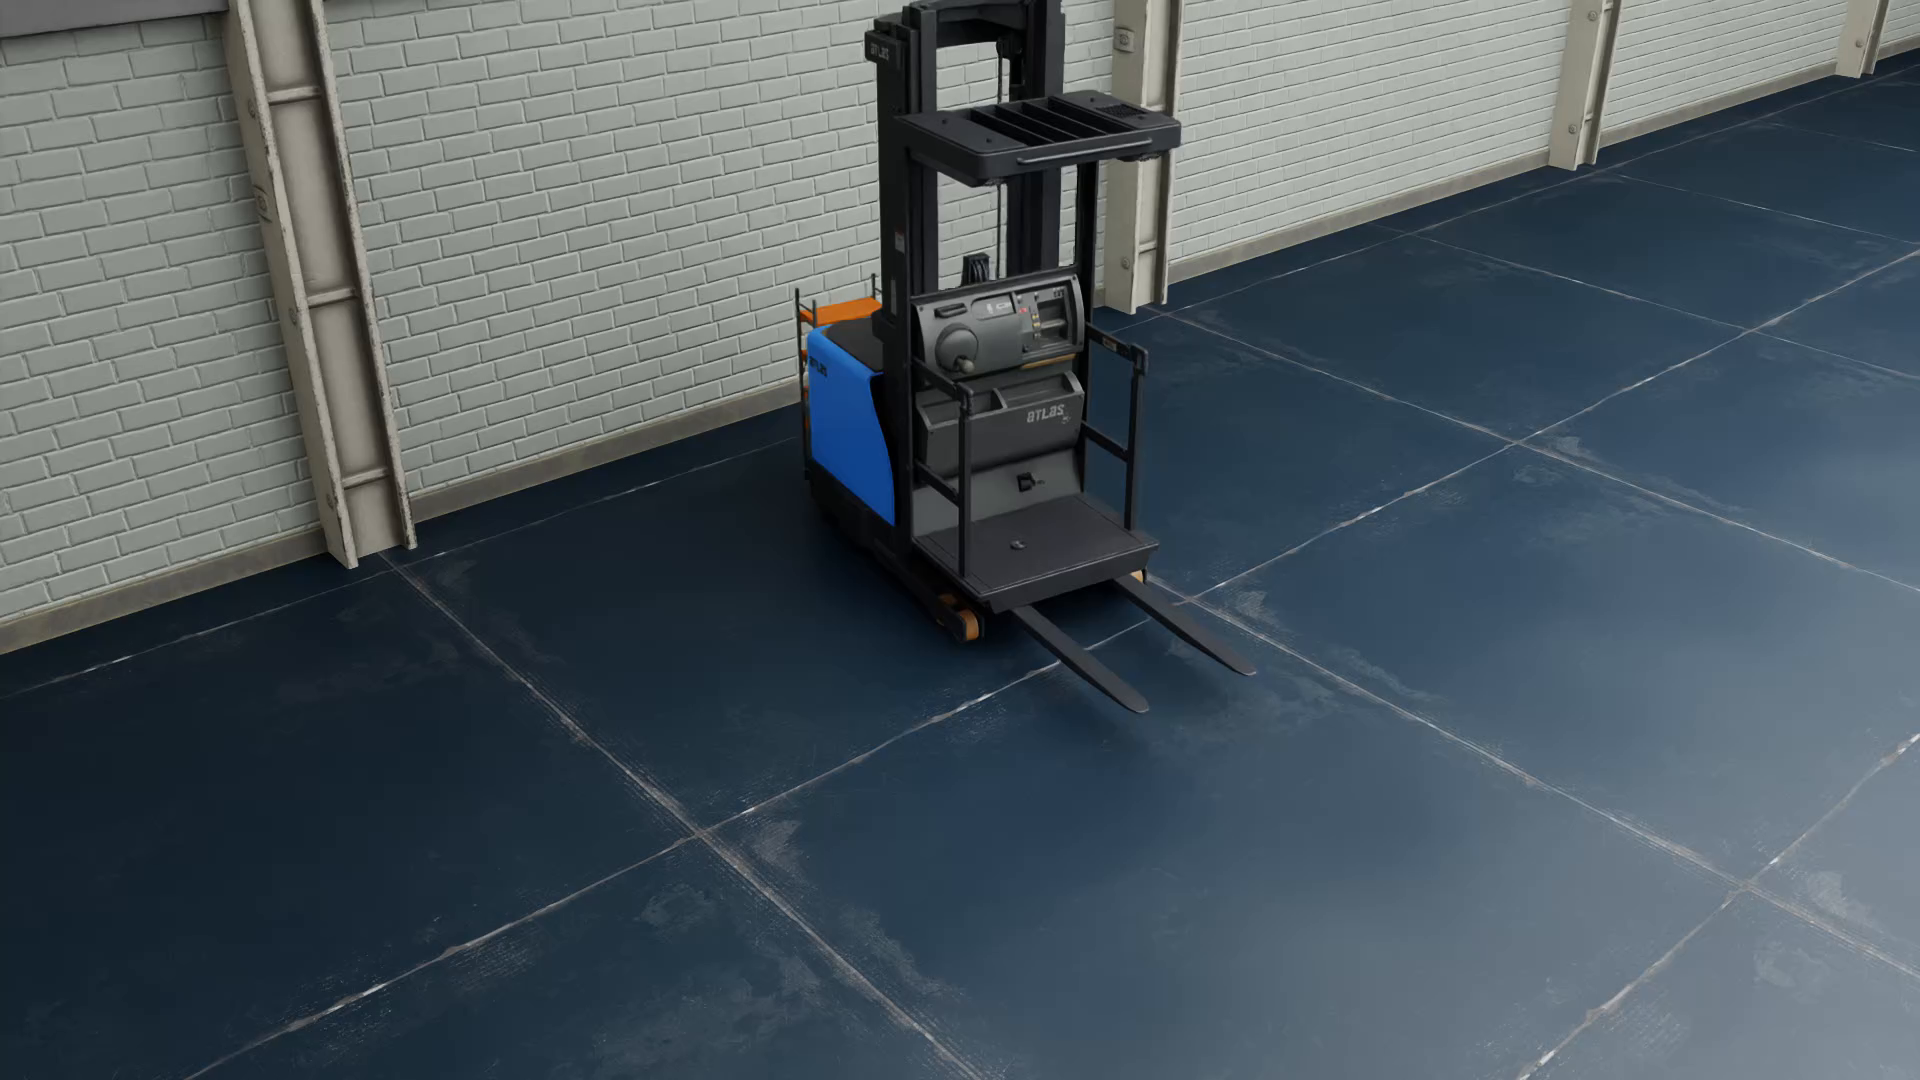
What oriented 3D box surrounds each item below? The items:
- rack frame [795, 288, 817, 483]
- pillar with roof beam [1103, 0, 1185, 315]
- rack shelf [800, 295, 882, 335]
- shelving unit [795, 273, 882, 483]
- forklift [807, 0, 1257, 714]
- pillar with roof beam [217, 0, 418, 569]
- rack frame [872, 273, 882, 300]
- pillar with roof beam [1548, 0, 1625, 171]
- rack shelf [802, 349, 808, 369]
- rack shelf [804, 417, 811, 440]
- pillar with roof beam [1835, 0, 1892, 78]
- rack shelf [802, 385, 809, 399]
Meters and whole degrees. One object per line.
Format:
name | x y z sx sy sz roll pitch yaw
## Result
rack frame | -0.862 -0.843 9.555 0.015 1.200 0.240 -16 32 -27
pillar with roof beam | 4.116 -4.219 7.597 0.400 9.000 9.100 -22 35 -35
rack shelf | -0.652 -1.249 9.480 0.480 0.148 0.258 -16 32 -27
shelving unit | -0.652 -0.902 9.665 0.503 1.200 0.258 -16 32 -27
forklift | 0.316 -1.026 8.061 1.130 2.935 3.031 -15 32 -26
pillar with roof beam | -0.448 -2.383 4.162 0.400 9.000 9.100 -22 35 -35
rack frame | -0.442 -0.961 9.775 0.015 1.200 0.240 -16 32 -27
pillar with roof beam | 8.681 -6.054 11.031 0.400 9.000 9.100 -22 35 -35
rack shelf | -0.652 -1.040 9.591 0.480 0.148 0.258 -16 32 -27
rack shelf | -0.652 -0.668 9.790 0.480 0.148 0.258 -16 32 -27
pillar with roof beam | 13.245 -7.890 14.466 0.400 9.000 9.100 -22 35 -35
rack shelf | -0.652 -0.843 9.697 0.480 0.148 0.258 -16 32 -27
